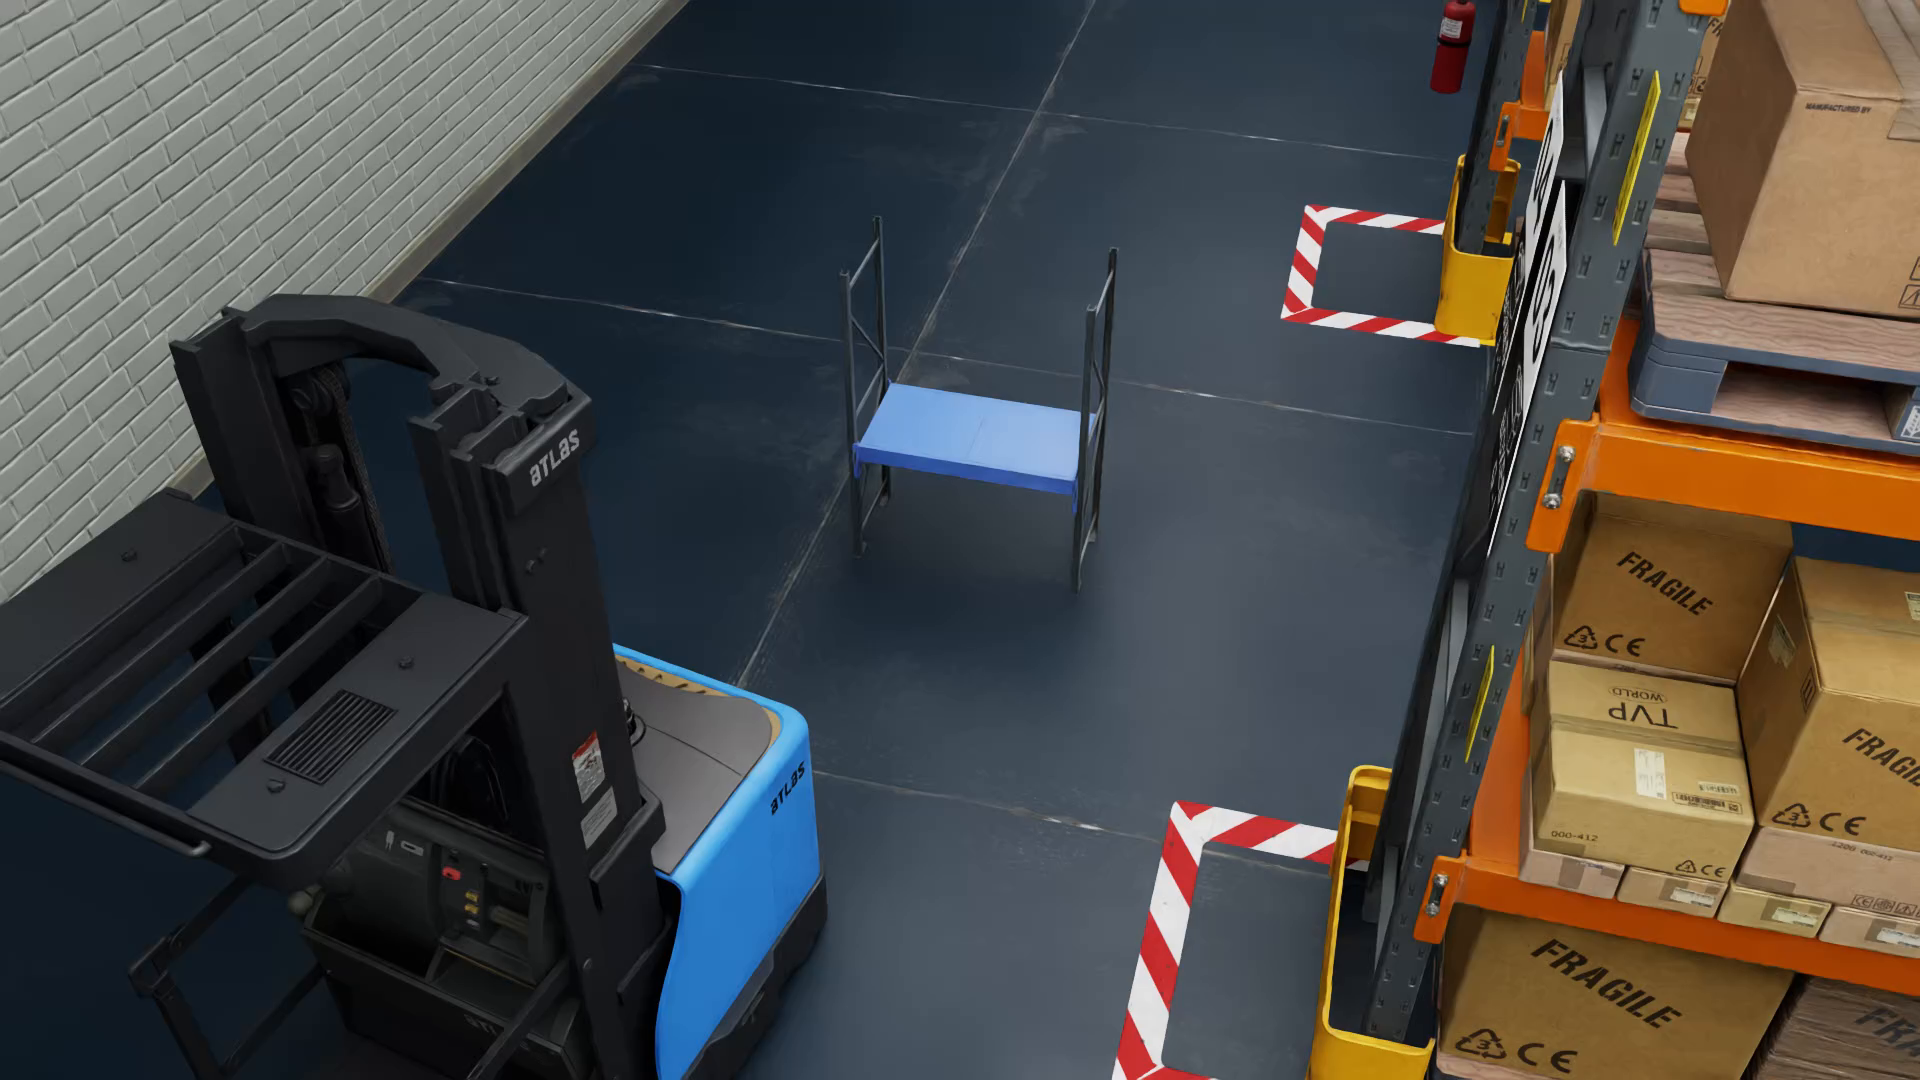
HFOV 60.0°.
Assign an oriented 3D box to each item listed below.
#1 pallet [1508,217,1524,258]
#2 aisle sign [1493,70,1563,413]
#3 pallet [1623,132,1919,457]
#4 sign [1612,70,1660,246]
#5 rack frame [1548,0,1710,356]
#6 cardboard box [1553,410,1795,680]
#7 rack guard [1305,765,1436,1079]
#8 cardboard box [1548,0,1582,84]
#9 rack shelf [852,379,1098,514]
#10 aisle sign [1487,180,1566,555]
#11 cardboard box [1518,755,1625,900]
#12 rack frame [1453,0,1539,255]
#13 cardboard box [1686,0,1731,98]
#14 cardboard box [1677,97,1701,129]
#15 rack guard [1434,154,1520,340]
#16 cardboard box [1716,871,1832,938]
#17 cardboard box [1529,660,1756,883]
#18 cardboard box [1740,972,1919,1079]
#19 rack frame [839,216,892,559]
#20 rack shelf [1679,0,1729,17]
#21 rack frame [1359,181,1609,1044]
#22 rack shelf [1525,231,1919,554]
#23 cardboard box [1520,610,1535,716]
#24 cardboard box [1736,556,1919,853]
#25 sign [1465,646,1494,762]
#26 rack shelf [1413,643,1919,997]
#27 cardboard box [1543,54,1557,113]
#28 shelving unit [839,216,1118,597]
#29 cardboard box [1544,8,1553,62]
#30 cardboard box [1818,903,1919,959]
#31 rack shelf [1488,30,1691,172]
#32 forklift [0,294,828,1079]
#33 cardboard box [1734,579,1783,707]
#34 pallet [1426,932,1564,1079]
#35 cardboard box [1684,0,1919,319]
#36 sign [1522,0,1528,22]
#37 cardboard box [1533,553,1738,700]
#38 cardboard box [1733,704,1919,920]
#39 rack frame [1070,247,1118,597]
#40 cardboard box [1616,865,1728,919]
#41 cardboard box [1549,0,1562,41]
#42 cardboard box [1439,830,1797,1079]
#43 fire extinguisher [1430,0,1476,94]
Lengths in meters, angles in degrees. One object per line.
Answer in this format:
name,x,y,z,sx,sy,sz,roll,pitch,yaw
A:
pallet,3.686,-1.394,9.245,1.213,0.211,1.003,10,41,11
aisle sign,1.465,-0.760,4.301,0.004,0.787,0.394,10,41,11
pallet,2.176,-0.564,3.826,1.213,0.211,1.003,10,41,11
sign,1.308,-0.736,3.221,0.005,0.325,0.100,10,41,11
rack frame,1.457,-1.864,2.972,0.127,3.000,1.000,10,41,11
cardboard box,1.996,0.008,4.711,0.500,0.500,0.500,10,41,12
rack guard,1.434,1.387,5.710,0.348,0.500,1.175,10,41,11
cardboard box,3.199,-2.537,8.129,0.500,0.500,0.500,12,41,13
rack shelf,0.082,-0.422,7.366,1.000,0.185,0.538,10,41,11
aisle sign,1.310,-0.388,3.858,0.004,0.787,0.394,10,41,11
cardboard box,1.715,0.794,4.668,0.250,0.149,0.380,10,41,12
rack frame,2.837,-2.631,8.550,0.127,3.000,1.000,10,41,11
cardboard box,3.723,-2.464,8.042,0.500,0.500,0.500,10,41,12
cardboard box,3.568,-2.183,8.212,0.250,0.149,0.380,9,41,10
rack guard,2.910,-1.661,9.339,0.348,0.500,1.175,10,41,11
cardboard box,2.210,0.878,4.568,0.250,0.149,0.380,9,41,10
cardboard box,1.851,0.625,4.559,0.500,0.250,0.500,9,41,10
cardboard box,2.975,1.294,5.202,0.875,0.875,0.875,10,41,11
rack frame,-0.409,-0.645,7.351,0.032,1.500,0.500,10,41,11
rack shelf,3.389,-1.103,2.936,4.000,0.370,1.077,10,41,11
rack frame,1.457,0.434,4.901,0.127,3.000,1.000,10,41,11
rack shelf,3.389,-0.107,3.772,4.000,0.370,1.077,10,41,11
cardboard box,1.886,0.384,5.155,0.250,0.149,0.380,11,41,12
cardboard box,2.334,0.421,4.219,0.500,0.500,0.500,9,41,10
sign,1.308,0.416,4.188,0.005,0.325,0.100,10,41,11
rack shelf,3.389,1.042,4.737,4.000,0.370,1.077,10,41,11
cardboard box,3.065,-2.277,8.325,0.250,0.149,0.380,9,41,11
shelving unit,0.082,-0.560,7.251,1.048,1.500,0.538,10,41,11
cardboard box,3.225,-2.656,8.776,0.250,0.149,0.380,10,41,11
cardboard box,2.463,0.921,4.517,0.250,0.149,0.380,9,41,11
rack shelf,4.769,-2.023,8.386,4.000,0.370,1.077,10,41,11
forklift,-1.572,0.982,4.301,1.130,2.935,3.031,17,43,19
cardboard box,2.484,0.378,4.853,0.500,0.250,0.500,9,41,11
pallet,2.250,1.586,5.698,1.213,0.211,1.003,10,41,11
cardboard box,1.973,-0.899,3.674,0.500,0.500,0.700,7,41,9
sign,2.697,-2.625,7.871,0.005,0.325,0.100,10,41,11
cardboard box,1.994,0.293,4.954,0.500,0.250,0.500,9,41,11
cardboard box,2.355,0.707,4.461,0.500,0.250,0.500,9,41,11
rack frame,0.573,-0.476,7.150,0.032,1.500,0.500,10,41,11
cardboard box,1.963,0.836,4.618,0.250,0.149,0.380,9,41,11
cardboard box,3.338,-2.868,8.524,0.500,0.500,0.500,11,41,12
cardboard box,2.096,1.143,5.382,0.875,0.875,0.875,10,41,11
fire extinguisher,2.713,-2.787,9.086,0.183,0.674,0.296,10,41,11
